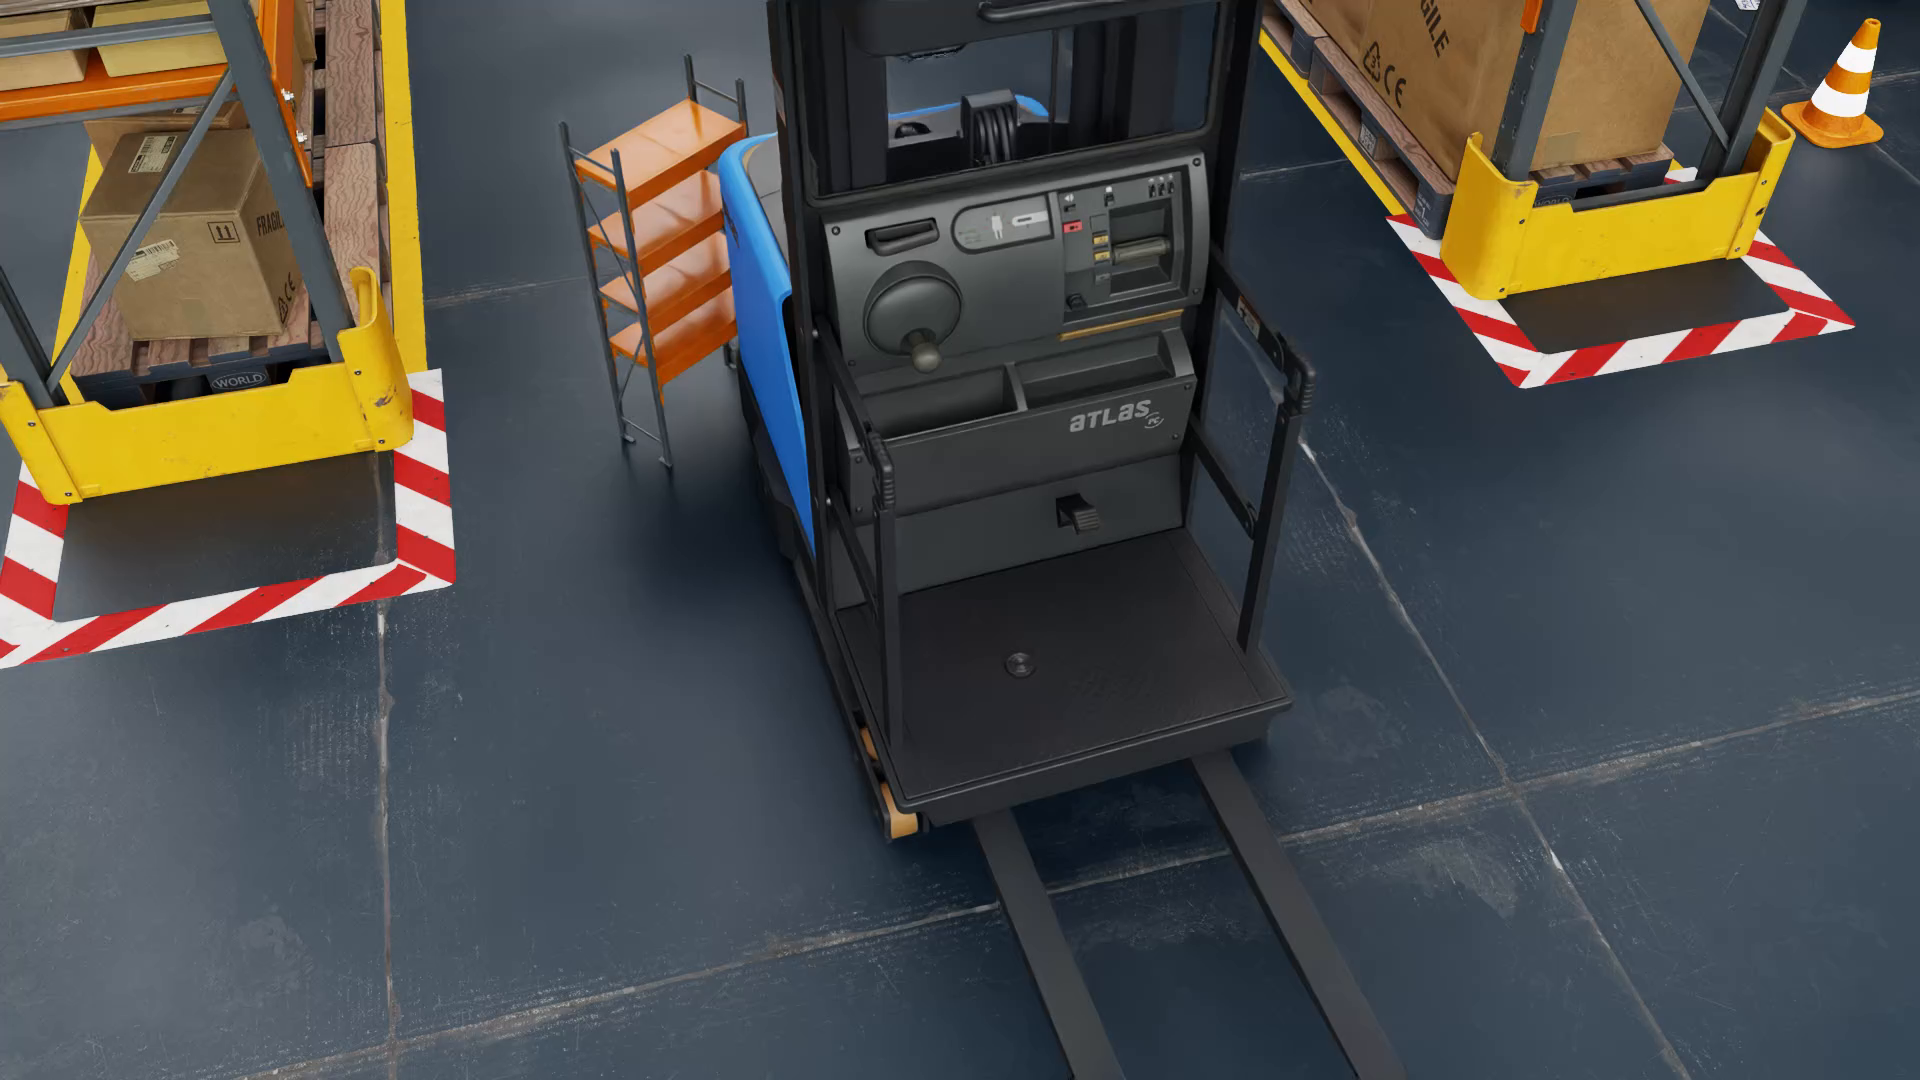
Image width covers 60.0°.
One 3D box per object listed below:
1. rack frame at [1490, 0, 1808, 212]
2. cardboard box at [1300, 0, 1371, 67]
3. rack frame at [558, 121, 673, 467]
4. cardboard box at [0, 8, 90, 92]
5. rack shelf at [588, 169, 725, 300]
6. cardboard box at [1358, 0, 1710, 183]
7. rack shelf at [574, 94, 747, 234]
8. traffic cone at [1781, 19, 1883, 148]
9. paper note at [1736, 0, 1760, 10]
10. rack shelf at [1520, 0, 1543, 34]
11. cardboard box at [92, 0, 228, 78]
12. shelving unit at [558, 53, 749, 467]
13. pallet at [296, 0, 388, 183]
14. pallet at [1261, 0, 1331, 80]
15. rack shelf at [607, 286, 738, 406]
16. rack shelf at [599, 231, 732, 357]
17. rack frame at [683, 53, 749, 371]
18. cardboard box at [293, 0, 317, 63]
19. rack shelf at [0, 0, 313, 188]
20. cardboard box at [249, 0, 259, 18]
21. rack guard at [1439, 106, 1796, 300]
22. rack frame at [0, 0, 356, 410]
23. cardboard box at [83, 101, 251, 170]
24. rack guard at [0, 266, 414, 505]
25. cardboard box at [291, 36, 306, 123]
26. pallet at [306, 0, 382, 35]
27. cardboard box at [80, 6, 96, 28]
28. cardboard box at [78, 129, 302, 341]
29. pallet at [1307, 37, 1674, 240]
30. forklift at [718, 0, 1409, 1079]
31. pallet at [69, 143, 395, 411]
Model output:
[{"bbox_3d":[2.405,-2.163,5.269,1.000,3.000,0.127,-11,47,-10],"label":"rack frame"},{"bbox_3d":[1.941,-2.629,6.920,0.875,0.875,0.875,-11,47,-11],"label":"cardboard box"},{"bbox_3d":[-1.046,-0.718,5.114,0.240,1.200,0.015,31,53,27],"label":"rack frame"},{"bbox_3d":[-2.688,-1.397,4.695,0.380,0.149,0.250,-11,47,-10],"label":"cardboard box"},{"bbox_3d":[-0.890,-0.962,5.132,0.258,0.148,0.480,31,53,27],"label":"rack shelf"},{"bbox_3d":[2.168,-2.022,6.325,0.875,0.875,0.875,-10,47,-10],"label":"cardboard box"},{"bbox_3d":[-0.891,-1.127,4.963,0.258,0.148,0.480,31,53,27],"label":"rack shelf"},{"bbox_3d":[3.642,-1.901,6.789,0.336,0.463,0.334,-11,47,-10],"label":"traffic cone"},{"bbox_3d":[3.656,-2.487,7.667,0.144,0.017,0.142,4,46,4],"label":"paper note"},{"bbox_3d":[1.893,-3.292,6.880,1.077,0.370,4.000,-11,47,-10],"label":"rack shelf"},{"bbox_3d":[-2.258,-1.478,4.774,0.380,0.149,0.250,-11,47,-10],"label":"cardboard box"},{"bbox_3d":[-0.890,-0.852,5.244,0.258,1.200,0.503,31,53,27],"label":"shelving unit"},{"bbox_3d":[-2.917,-1.810,6.876,1.003,0.211,1.213,-11,47,-10],"label":"pallet"},{"bbox_3d":[1.816,-2.565,7.616,1.003,0.211,1.213,-11,47,-10],"label":"pallet"},{"bbox_3d":[-0.889,-0.666,5.434,0.258,0.148,0.480,31,53,27],"label":"rack shelf"},{"bbox_3d":[-0.889,-0.805,5.292,0.258,0.148,0.480,31,53,27],"label":"rack shelf"},{"bbox_3d":[-0.733,-0.987,5.375,0.240,1.200,0.015,31,53,27],"label":"rack frame"},{"bbox_3d":[-2.987,-2.268,6.828,0.500,0.500,0.500,-15,47,-14],"label":"cardboard box"},{"bbox_3d":[-2.927,-2.455,6.059,1.077,0.370,4.000,-11,47,-10],"label":"rack shelf"},{"bbox_3d":[-2.303,-1.654,4.947,0.380,0.149,0.250,-11,47,-10],"label":"cardboard box"},{"bbox_3d":[2.411,-1.271,6.146,1.175,0.500,0.348,-11,47,-10],"label":"rack guard"},{"bbox_3d":[-2.415,-1.326,4.449,1.000,3.000,0.127,-11,47,-10],"label":"rack frame"},{"bbox_3d":[-2.745,-1.438,6.016,0.500,0.500,0.500,0,46,0],"label":"cardboard box"},{"bbox_3d":[-2.435,-0.503,5.393,1.175,0.500,0.348,-11,47,-10],"label":"rack guard"},{"bbox_3d":[-2.887,-1.874,6.443,0.500,0.500,0.500,-7,46,-7],"label":"cardboard box"},{"bbox_3d":[-3.233,-2.654,7.703,1.003,0.211,1.213,-11,47,-10],"label":"pallet"},{"bbox_3d":[-2.751,-1.570,4.864,0.380,0.149,0.250,-11,47,-10],"label":"cardboard box"},{"bbox_3d":[-2.559,-1.032,5.617,0.500,0.500,0.500,-3,46,-3],"label":"cardboard box"},{"bbox_3d":[2.125,-1.724,6.792,1.003,0.211,1.213,-11,47,-10],"label":"pallet"},{"bbox_3d":[0.216,-0.559,3.745,1.130,2.935,3.031,-13,47,-13],"label":"forklift"},{"bbox_3d":[-2.609,-0.970,6.052,1.003,0.211,1.213,-11,47,-10],"label":"pallet"}]
